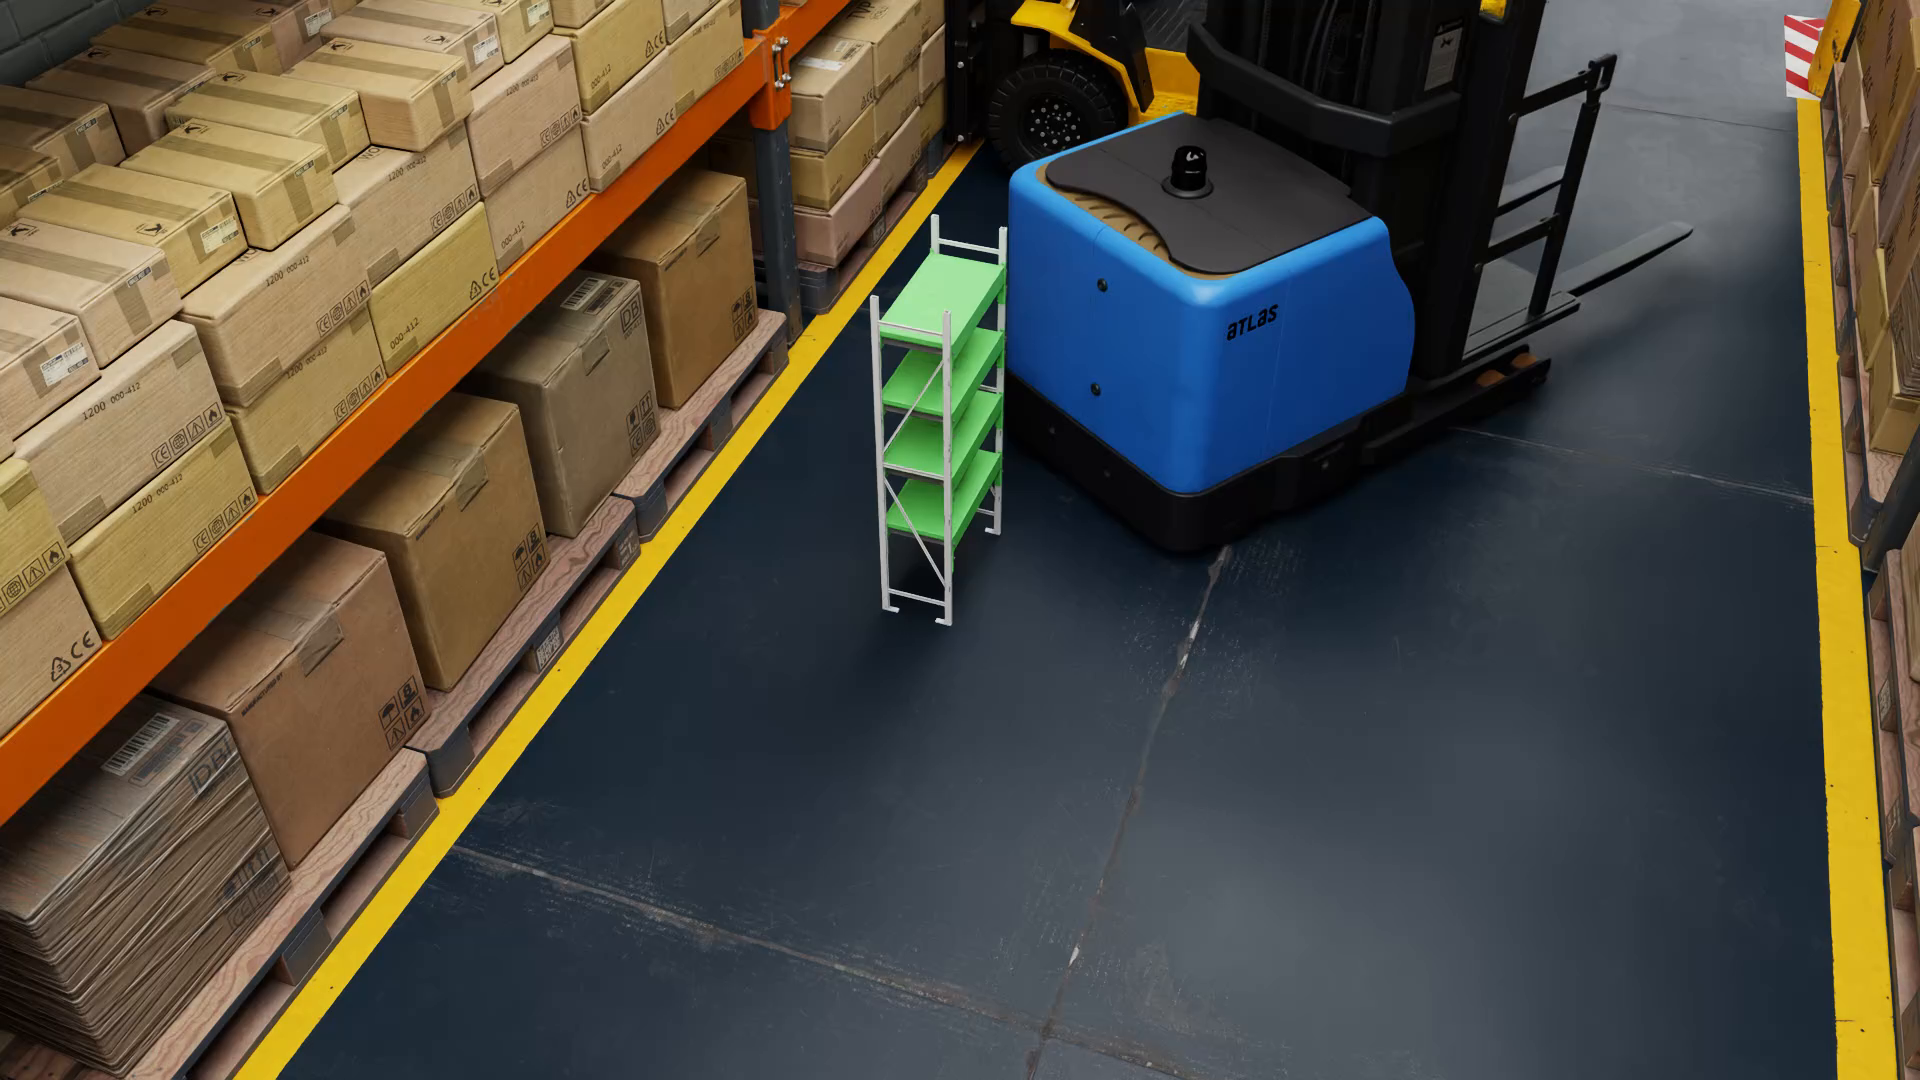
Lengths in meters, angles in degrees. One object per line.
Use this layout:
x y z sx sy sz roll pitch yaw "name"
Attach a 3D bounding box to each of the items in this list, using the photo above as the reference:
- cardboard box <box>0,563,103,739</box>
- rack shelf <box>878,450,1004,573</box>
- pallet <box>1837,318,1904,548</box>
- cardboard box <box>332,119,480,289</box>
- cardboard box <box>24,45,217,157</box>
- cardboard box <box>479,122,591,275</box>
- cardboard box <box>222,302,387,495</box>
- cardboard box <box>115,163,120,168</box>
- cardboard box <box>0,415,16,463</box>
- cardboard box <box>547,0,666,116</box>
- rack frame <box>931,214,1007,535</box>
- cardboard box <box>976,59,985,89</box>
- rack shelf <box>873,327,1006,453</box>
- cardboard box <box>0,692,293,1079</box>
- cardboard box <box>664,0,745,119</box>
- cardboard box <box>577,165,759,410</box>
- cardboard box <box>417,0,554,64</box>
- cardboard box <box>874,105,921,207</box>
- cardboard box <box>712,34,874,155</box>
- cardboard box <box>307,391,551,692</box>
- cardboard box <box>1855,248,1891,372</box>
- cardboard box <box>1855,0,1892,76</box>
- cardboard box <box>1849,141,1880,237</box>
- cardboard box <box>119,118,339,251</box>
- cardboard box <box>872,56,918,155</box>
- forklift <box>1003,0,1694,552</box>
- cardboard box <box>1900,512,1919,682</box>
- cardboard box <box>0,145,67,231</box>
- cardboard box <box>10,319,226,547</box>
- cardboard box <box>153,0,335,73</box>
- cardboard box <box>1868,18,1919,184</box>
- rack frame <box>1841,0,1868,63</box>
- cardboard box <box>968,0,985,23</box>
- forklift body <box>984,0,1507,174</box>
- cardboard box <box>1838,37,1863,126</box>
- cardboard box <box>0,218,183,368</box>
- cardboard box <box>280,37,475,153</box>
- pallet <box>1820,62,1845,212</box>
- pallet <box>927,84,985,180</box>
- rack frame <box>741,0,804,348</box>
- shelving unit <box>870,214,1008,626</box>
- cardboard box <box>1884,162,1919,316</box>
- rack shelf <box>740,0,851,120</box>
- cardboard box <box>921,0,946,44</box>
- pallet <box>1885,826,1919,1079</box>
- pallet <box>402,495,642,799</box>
-2.112 0.223 3.293 0.500 0.250 0.500 13 42 15 "cardboard box"
-0.057 -0.124 5.439 0.258 0.148 0.480 13 42 15 "rack shelf"
3.737 -0.315 5.956 1.003 0.211 1.213 13 42 15 "pallet"
-1.593 -0.905 4.230 0.500 0.250 0.500 14 42 16 "cardboard box"
-2.065 -1.087 4.136 0.380 0.149 0.250 14 43 16 "cardboard box"
-1.417 -1.031 4.763 0.500 0.250 0.500 14 42 15 "cardboard box"
-1.766 -0.399 4.022 0.500 0.250 0.500 12 42 14 "cardboard box"
-2.254 -0.704 3.994 0.500 0.250 0.500 13 42 15 "cardboard box"
-2.017 -0.195 3.090 0.380 0.149 0.250 14 42 16 "cardboard box"
-1.222 -1.519 4.950 0.500 0.250 0.500 12 42 14 "cardboard box"
0.027 -0.504 5.417 0.240 1.200 0.015 13 42 15 "rack frame"
-0.136 -2.328 7.963 0.500 0.250 0.500 15 43 16 "cardboard box"
-0.057 -0.489 5.128 0.258 0.148 0.480 13 42 15 "rack shelf"
-2.267 0.748 4.068 0.875 0.625 0.625 15 43 16 "cardboard box"
-1.052 -1.635 5.471 0.500 0.250 0.500 14 42 16 "cardboard box"
-1.293 -0.993 6.109 0.875 0.625 0.625 15 43 17 "cardboard box"
-1.352 -1.450 4.562 0.380 0.149 0.250 12 42 14 "cardboard box"
-0.490 -1.706 7.234 0.500 0.250 0.500 12 42 14 "cardboard box"
-0.665 -1.777 6.546 0.500 0.250 0.500 13 42 14 "cardboard box"
-1.821 -0.063 5.018 0.875 0.625 0.625 12 42 13 "cardboard box"
3.663 -0.819 6.194 0.500 0.250 0.500 12 42 14 "cardboard box"
4.365 -2.352 7.412 0.500 0.500 0.500 12 42 14 "cardboard box"
4.016 -1.436 6.917 0.500 0.250 0.500 16 43 18 "cardboard box"
-1.676 -0.821 3.825 0.380 0.149 0.250 14 42 16 "cardboard box"
-0.500 -1.896 7.071 0.500 0.250 0.500 13 42 15 "cardboard box"
1.640 -1.845 5.655 3.031 2.935 1.130 -25 47 -27 "forklift"
3.363 0.202 4.903 0.950 0.372 0.625 14 42 16 "cardboard box"
-2.261 -0.782 3.779 0.380 0.149 0.250 13 42 15 "cardboard box"
-1.940 -0.273 3.489 0.500 0.250 0.500 15 43 16 "cardboard box"
-1.933 -1.410 4.514 0.380 0.149 0.250 13 42 15 "cardboard box"
4.011 -1.728 6.681 0.500 0.500 0.500 14 42 16 "cardboard box"
4.908 -3.398 7.422 1.000 3.000 0.127 13 42 15 "rack frame"
-0.143 -2.508 7.788 0.500 0.250 0.500 13 42 15 "cardboard box"
1.308 -2.613 7.155 2.313 2.155 1.214 13 42 15 "forklift body"
4.372 -2.081 7.673 0.500 0.250 0.500 13 42 15 "cardboard box"
-1.876 -0.520 3.471 0.380 0.149 0.250 14 42 16 "cardboard box"
-1.461 -1.120 4.175 0.380 0.149 0.250 12 42 14 "cardboard box"
4.571 -1.803 7.701 1.003 0.211 1.213 13 42 15 "pallet"
-0.399 -2.219 8.188 1.003 0.211 1.213 13 42 15 "pallet"
-1.125 -2.058 5.851 1.000 3.000 0.127 13 42 15 "rack frame"
-0.057 -0.355 5.242 0.258 1.200 0.503 13 42 15 "shelving unit"
3.663 -1.088 5.932 0.500 0.500 0.500 14 42 16 "cardboard box"
-0.442 -3.004 7.514 1.077 0.370 4.000 13 42 15 "rack shelf"
-0.321 -2.393 7.268 0.500 0.250 0.500 15 43 17 "cardboard box"
2.860 1.324 4.035 1.003 0.211 1.213 13 42 15 "pallet"
-1.756 0.208 5.344 1.003 0.211 1.213 13 42 15 "pallet"
